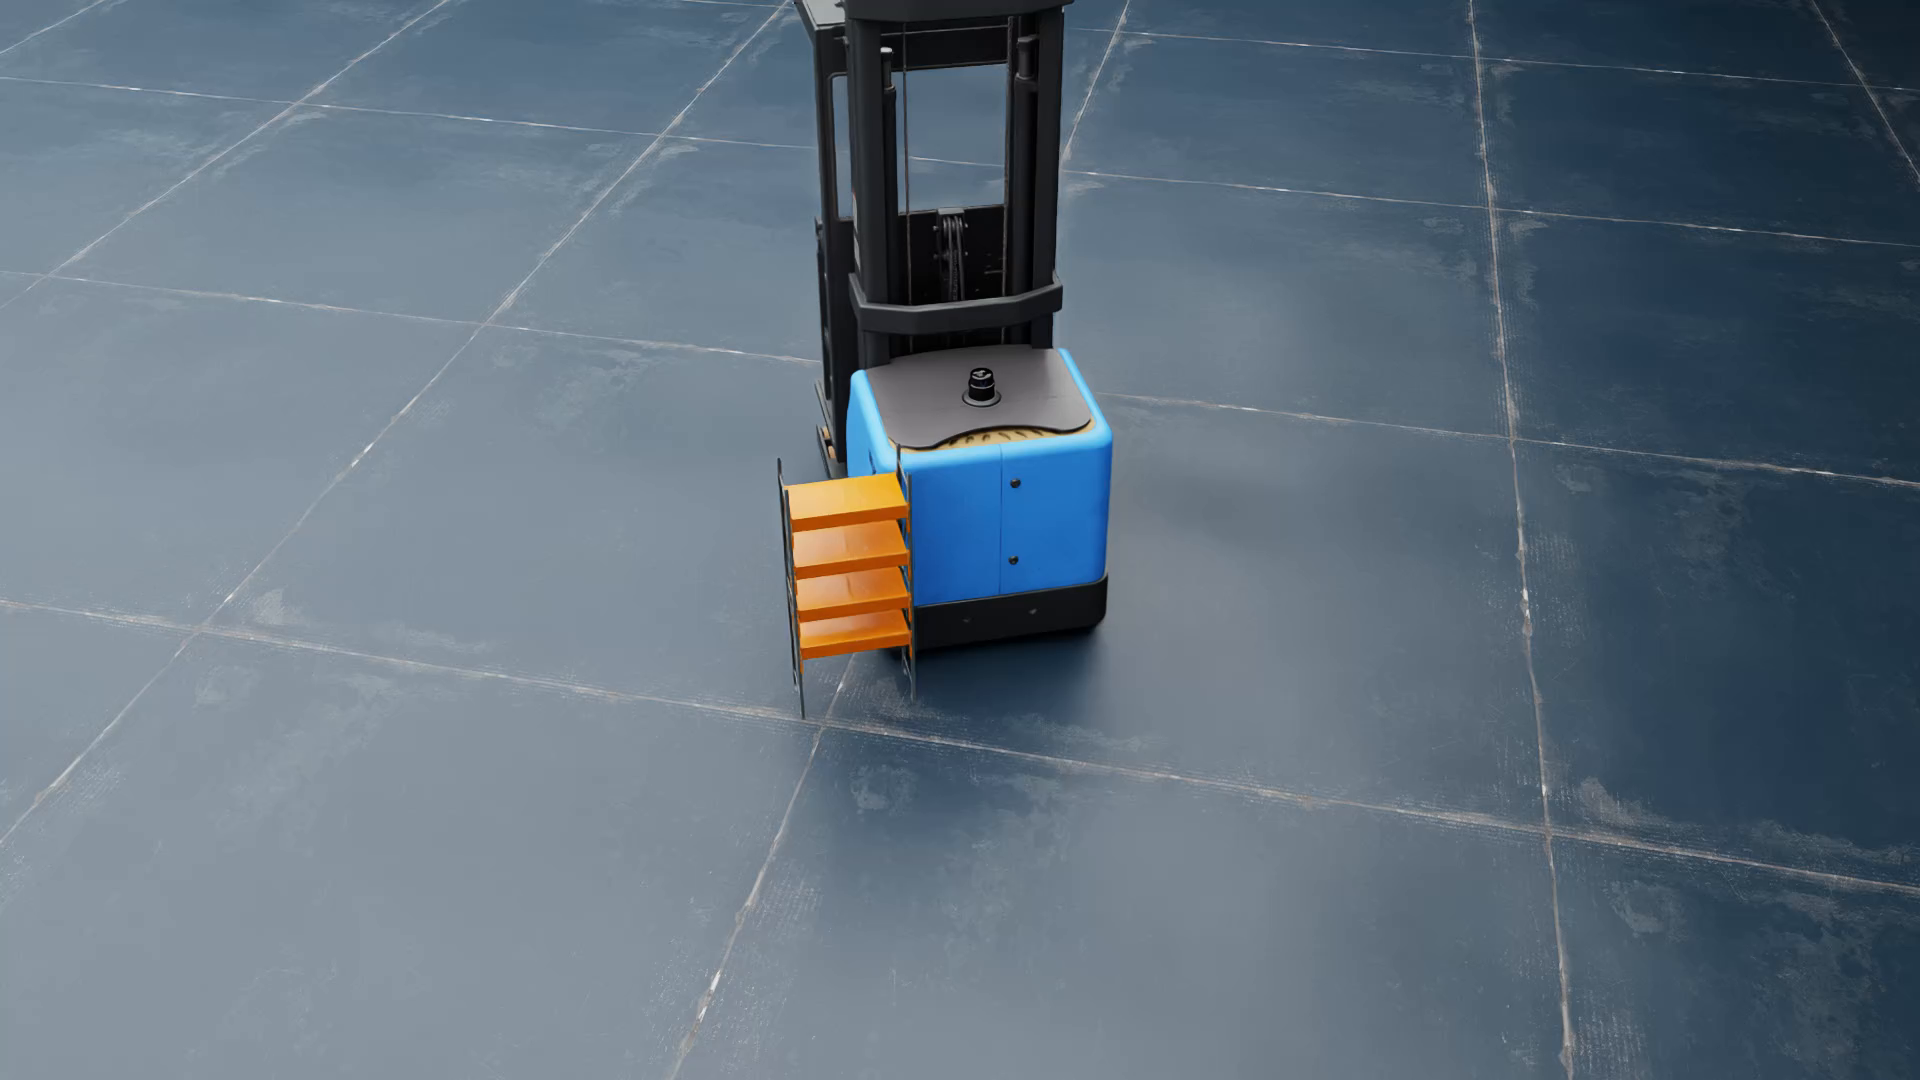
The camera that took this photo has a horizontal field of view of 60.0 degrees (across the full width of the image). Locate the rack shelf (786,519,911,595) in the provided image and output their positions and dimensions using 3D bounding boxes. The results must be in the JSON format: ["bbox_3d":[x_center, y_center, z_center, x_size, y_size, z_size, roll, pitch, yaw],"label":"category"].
[{"bbox_3d":[-0.463,0.064,6.873,0.480,0.148,0.258,-8,37,-10],"label":"rack shelf"}]

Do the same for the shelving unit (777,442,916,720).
[{"bbox_3d":[-0.463,0.190,6.965,0.503,1.200,0.258,-8,37,-10],"label":"shelving unit"}]

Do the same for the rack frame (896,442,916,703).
[{"bbox_3d":[-0.226,0.159,7.009,0.015,1.200,0.240,-8,37,-10],"label":"rack frame"}]

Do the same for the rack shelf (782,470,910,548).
[{"bbox_3d":[-0.463,-0.128,6.734,0.480,0.148,0.258,-8,37,-10],"label":"rack shelf"}]

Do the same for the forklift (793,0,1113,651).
[{"bbox_3d":[-0.145,-1.551,7.893,1.130,2.935,3.031,-7,37,-10],"label":"forklift"}]

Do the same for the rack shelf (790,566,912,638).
[{"bbox_3d":[-0.463,0.245,7.004,0.480,0.148,0.258,-8,37,-10],"label":"rack shelf"}]

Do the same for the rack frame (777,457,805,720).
[{"bbox_3d":[-0.701,0.222,6.921,0.015,1.200,0.240,-8,37,-10],"label":"rack frame"}]

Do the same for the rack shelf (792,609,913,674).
[{"bbox_3d":[-0.463,0.406,7.121,0.480,0.148,0.258,-8,37,-10],"label":"rack shelf"}]
